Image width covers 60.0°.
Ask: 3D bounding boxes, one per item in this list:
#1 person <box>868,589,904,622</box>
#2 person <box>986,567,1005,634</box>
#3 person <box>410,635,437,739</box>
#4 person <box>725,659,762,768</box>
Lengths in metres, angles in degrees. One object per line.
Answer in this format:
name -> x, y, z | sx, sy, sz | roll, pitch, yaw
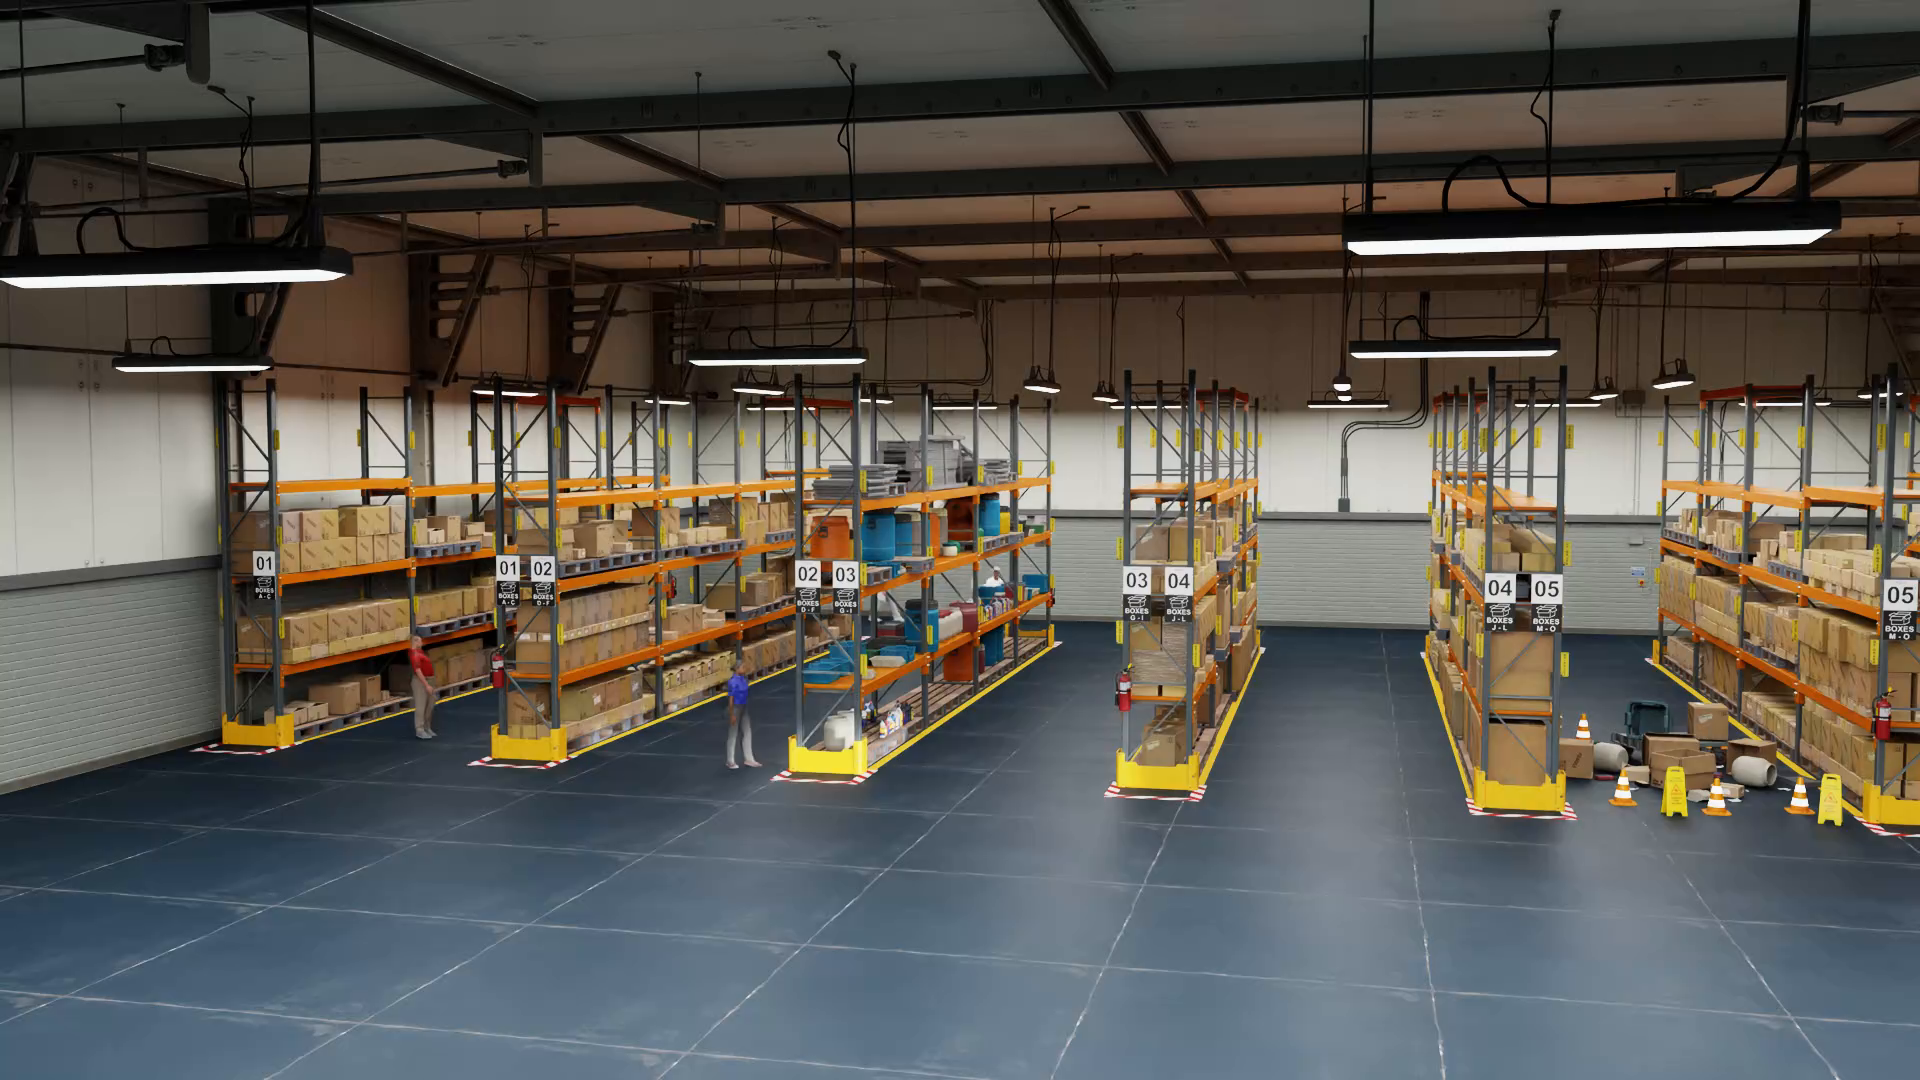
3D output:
person -> -1.998, 1.382, 45.572 | 1.072, 1.728, 0.711 | 1, 4, 23
person -> 0.897, 1.550, 42.903 | 0.636, 1.732, 0.777 | -3, 5, -44
person -> -9.033, 2.486, 28.049 | 0.547, 1.776, 0.641 | 1, 3, 10
person -> -3.346, 2.662, 25.409 | 0.483, 1.678, 0.514 | 2, 4, 25
